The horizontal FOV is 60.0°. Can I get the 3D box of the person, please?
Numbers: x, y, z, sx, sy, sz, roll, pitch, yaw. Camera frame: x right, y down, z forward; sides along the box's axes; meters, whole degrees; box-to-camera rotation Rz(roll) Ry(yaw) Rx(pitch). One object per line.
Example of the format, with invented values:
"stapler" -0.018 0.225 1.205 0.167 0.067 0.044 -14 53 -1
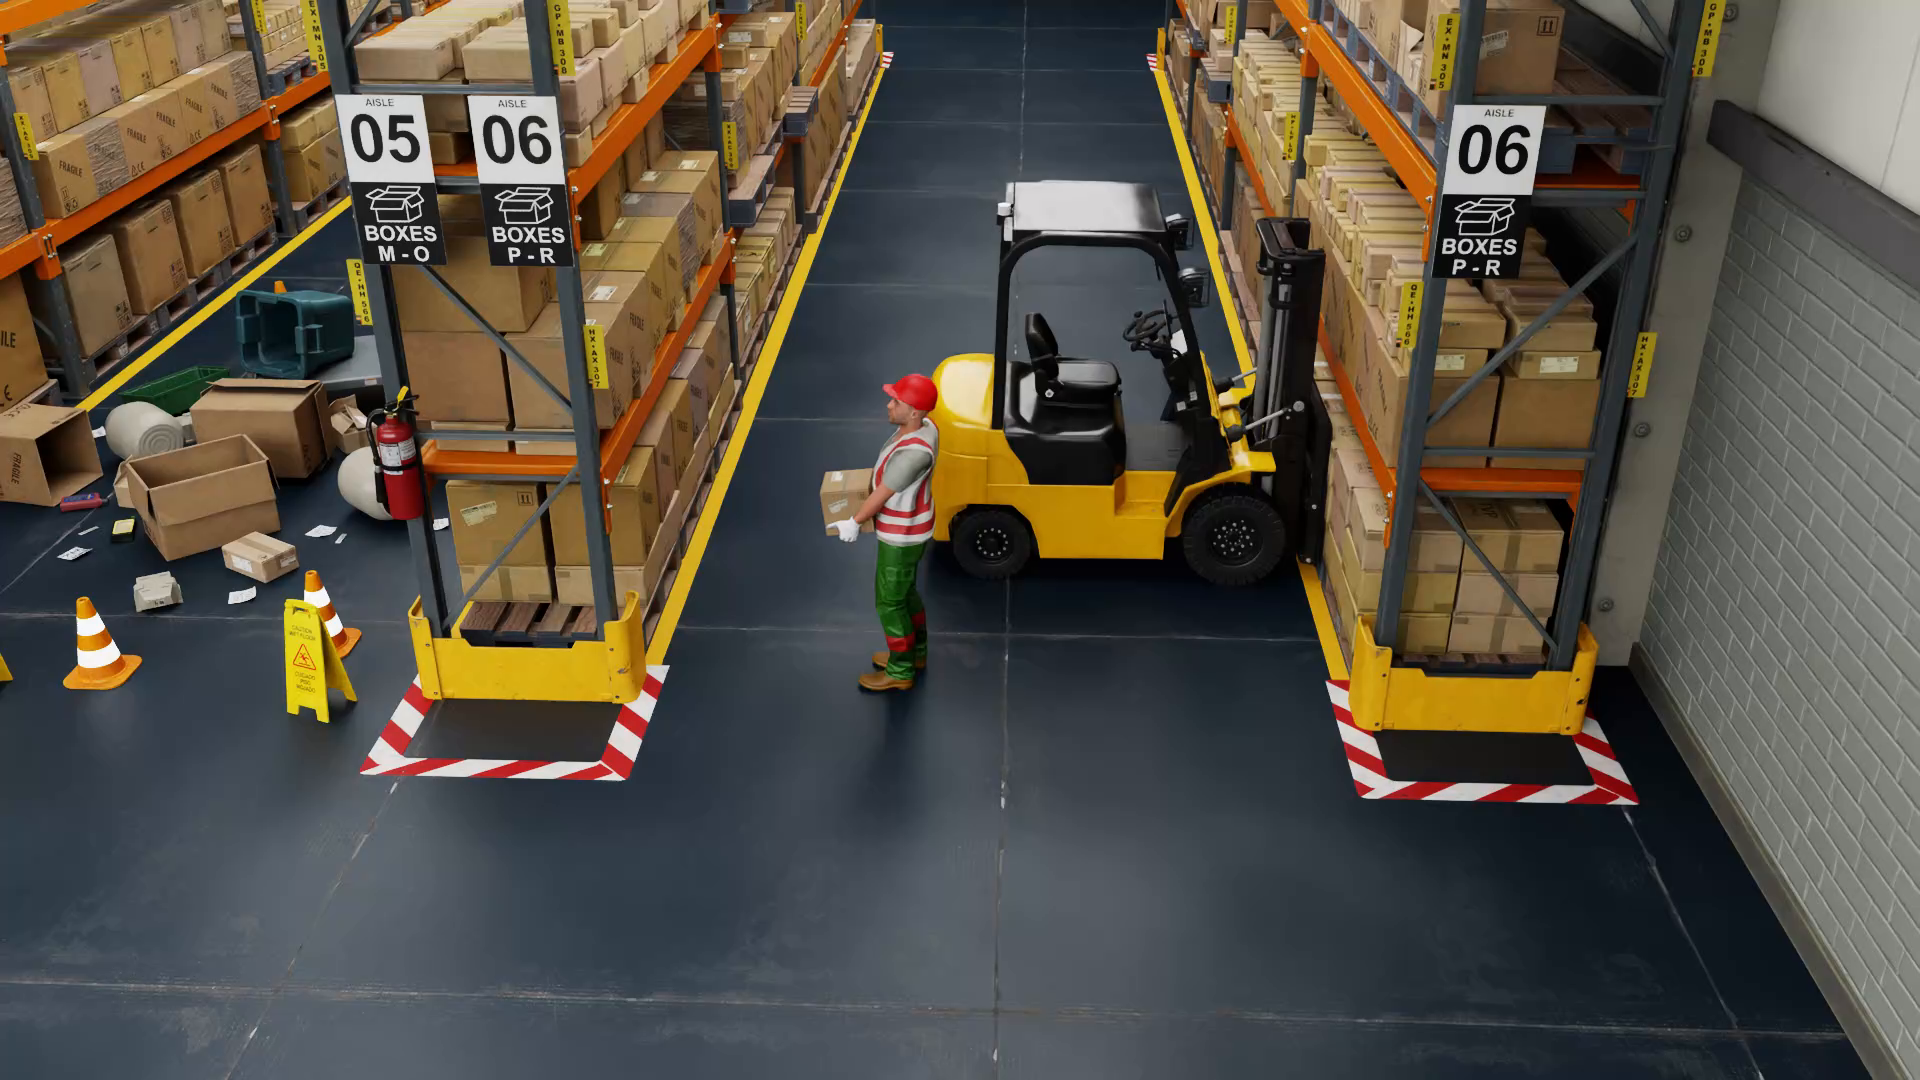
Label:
"person" -0.396 -0.038 8.674 0.572 1.782 0.493 1 28 2
